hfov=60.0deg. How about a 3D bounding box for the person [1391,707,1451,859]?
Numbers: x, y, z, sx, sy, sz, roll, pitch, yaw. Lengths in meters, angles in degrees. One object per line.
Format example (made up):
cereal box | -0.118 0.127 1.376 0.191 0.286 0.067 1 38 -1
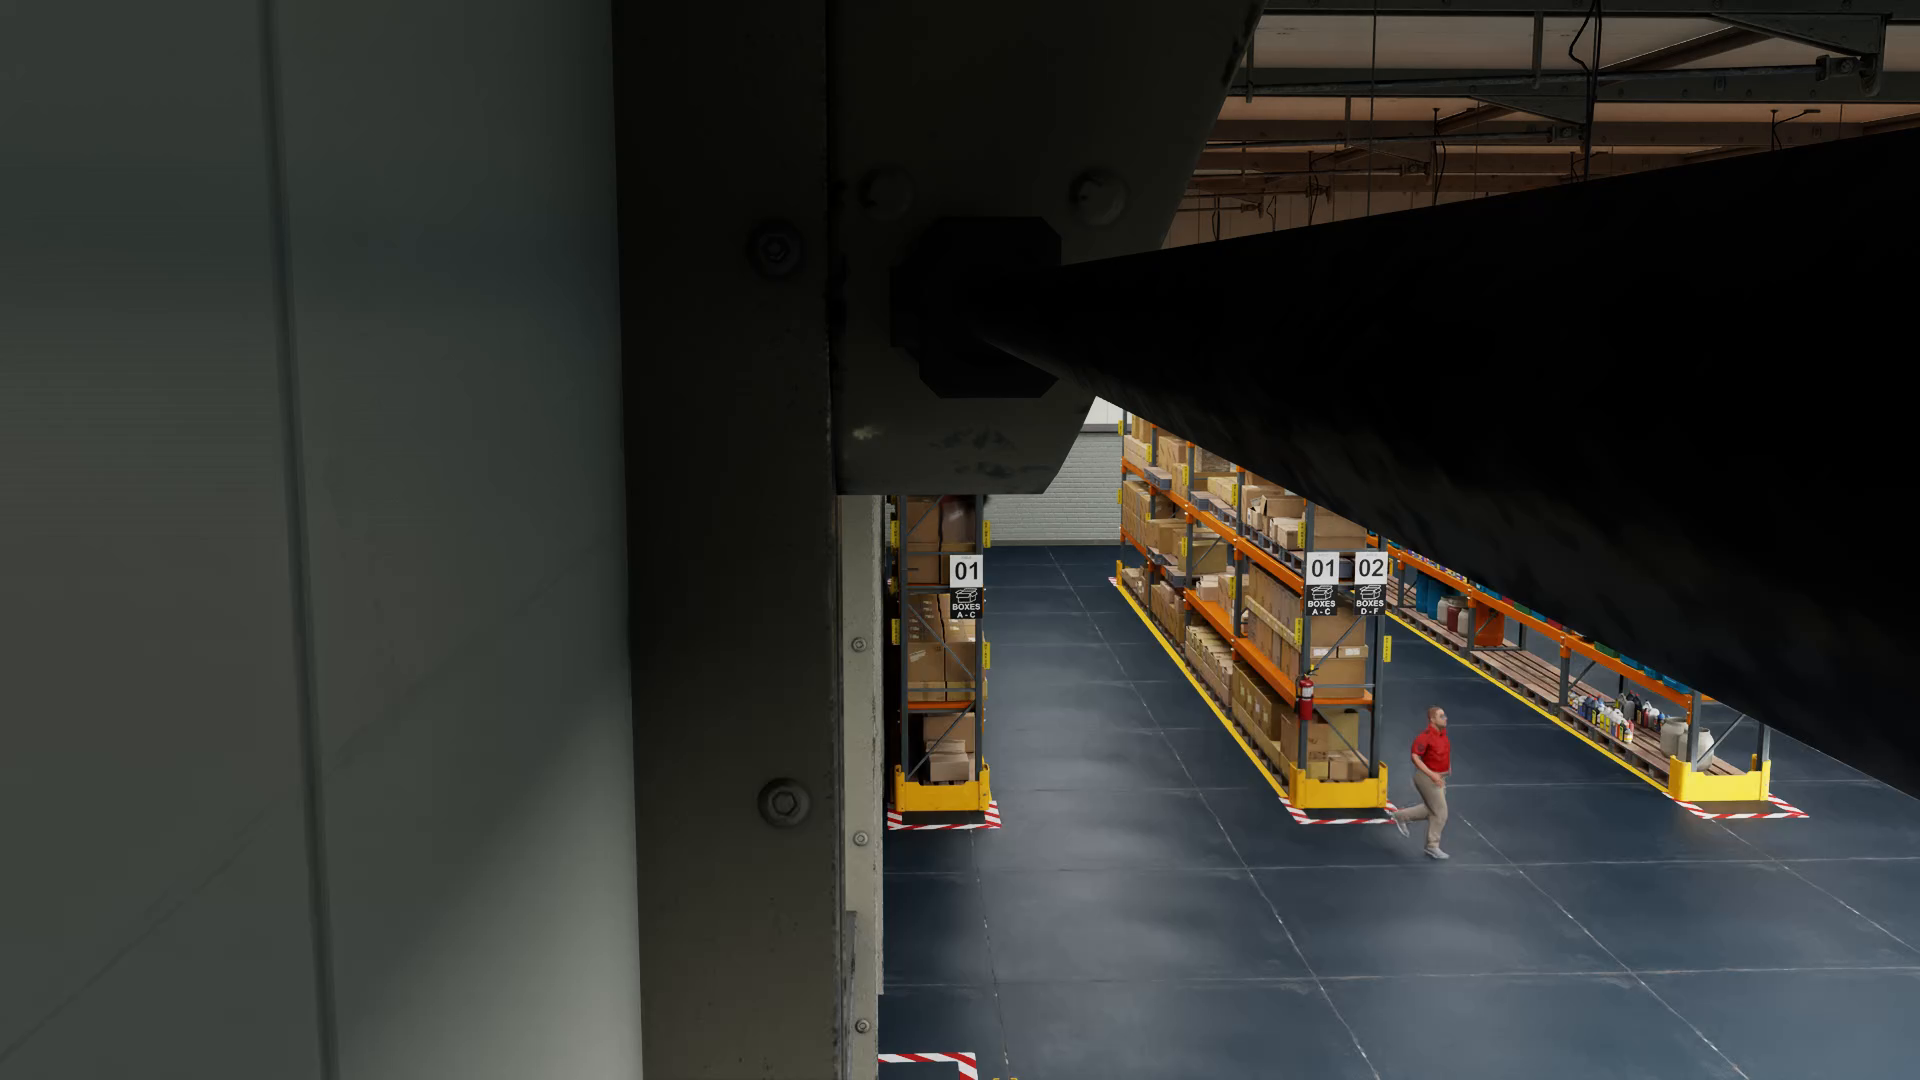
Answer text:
person | 5.280 2.727 18.943 0.729 1.738 0.672 6 10 36

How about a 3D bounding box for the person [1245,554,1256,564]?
person | 6.154 0.419 34.412 0.628 1.753 0.727 -3 9 -18
